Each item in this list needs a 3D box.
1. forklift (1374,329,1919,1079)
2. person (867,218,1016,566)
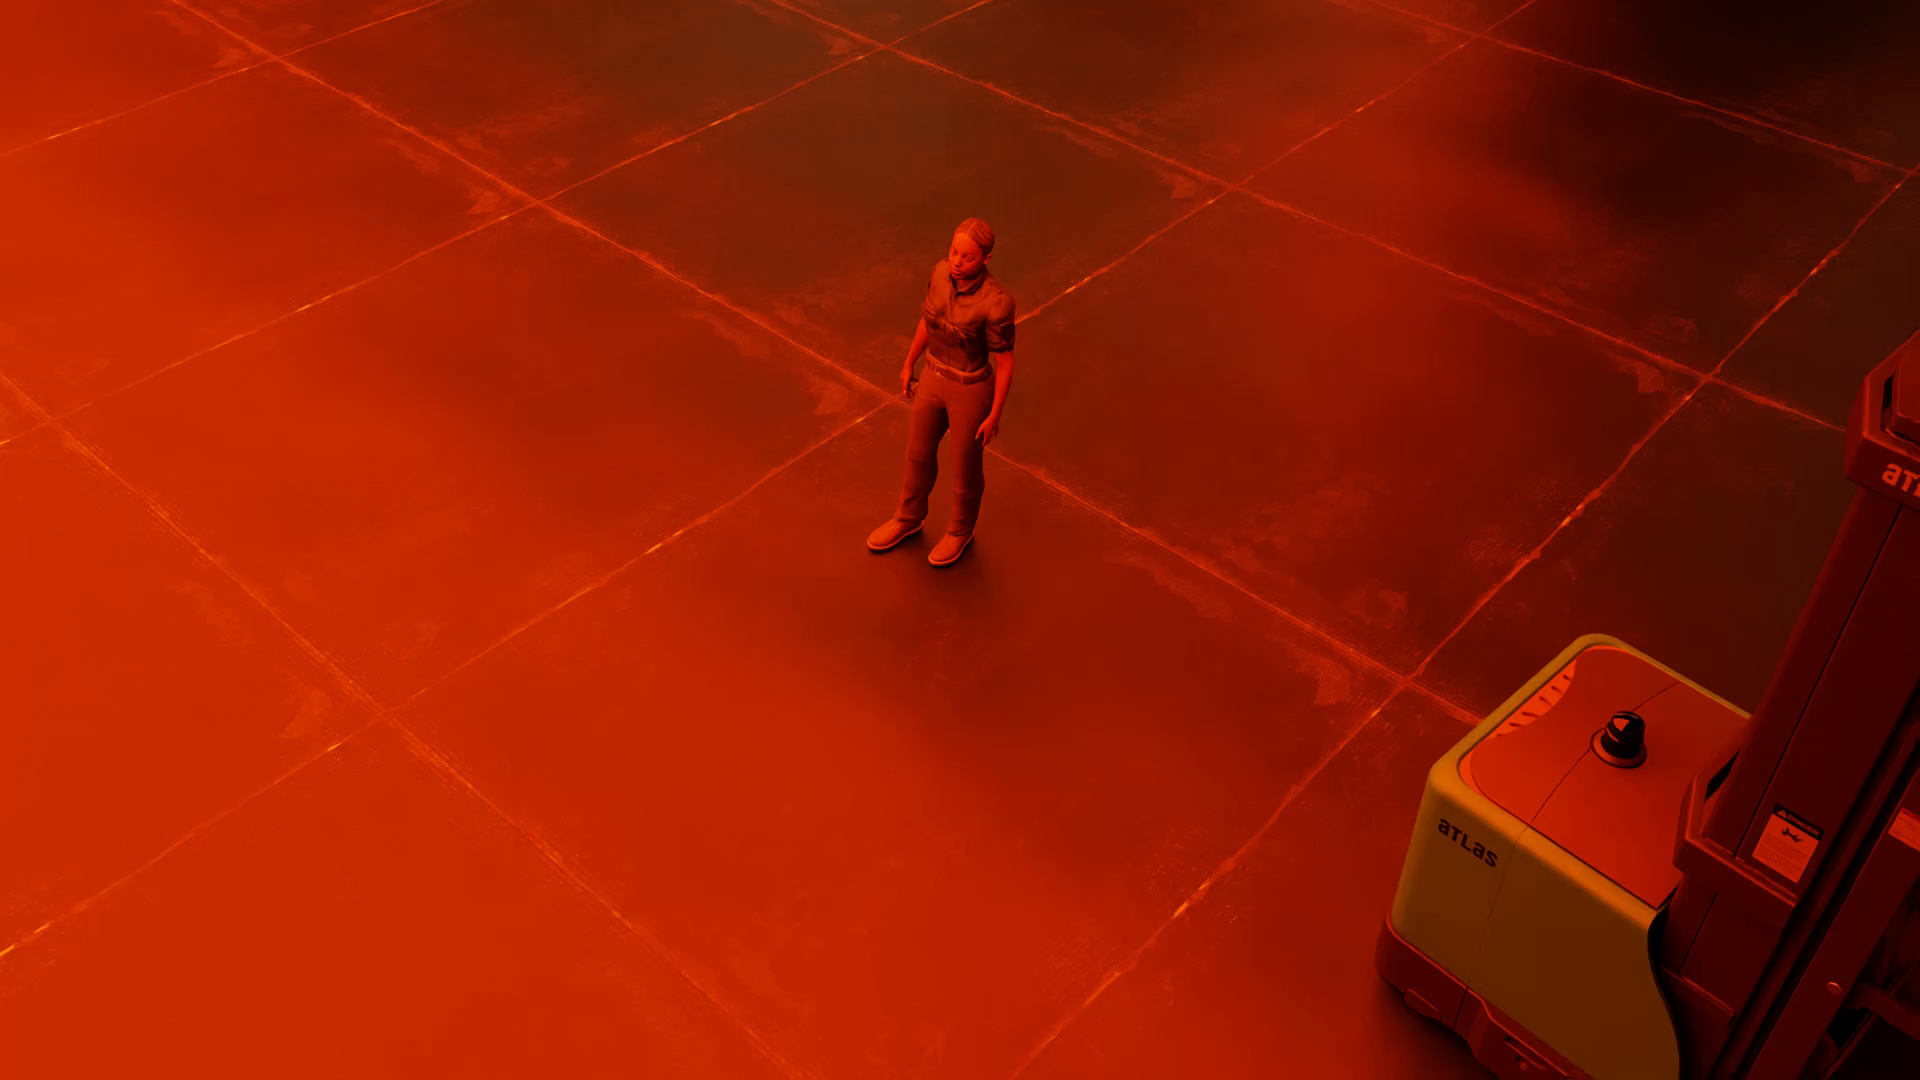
[{"bbox_3d":[2.827,0.914,4.363,1.130,2.935,3.031,-31,49,-31],"label":"forklift"},{"bbox_3d":[-0.074,-0.596,7.100,0.569,1.644,0.503,31,49,31],"label":"person"}]
